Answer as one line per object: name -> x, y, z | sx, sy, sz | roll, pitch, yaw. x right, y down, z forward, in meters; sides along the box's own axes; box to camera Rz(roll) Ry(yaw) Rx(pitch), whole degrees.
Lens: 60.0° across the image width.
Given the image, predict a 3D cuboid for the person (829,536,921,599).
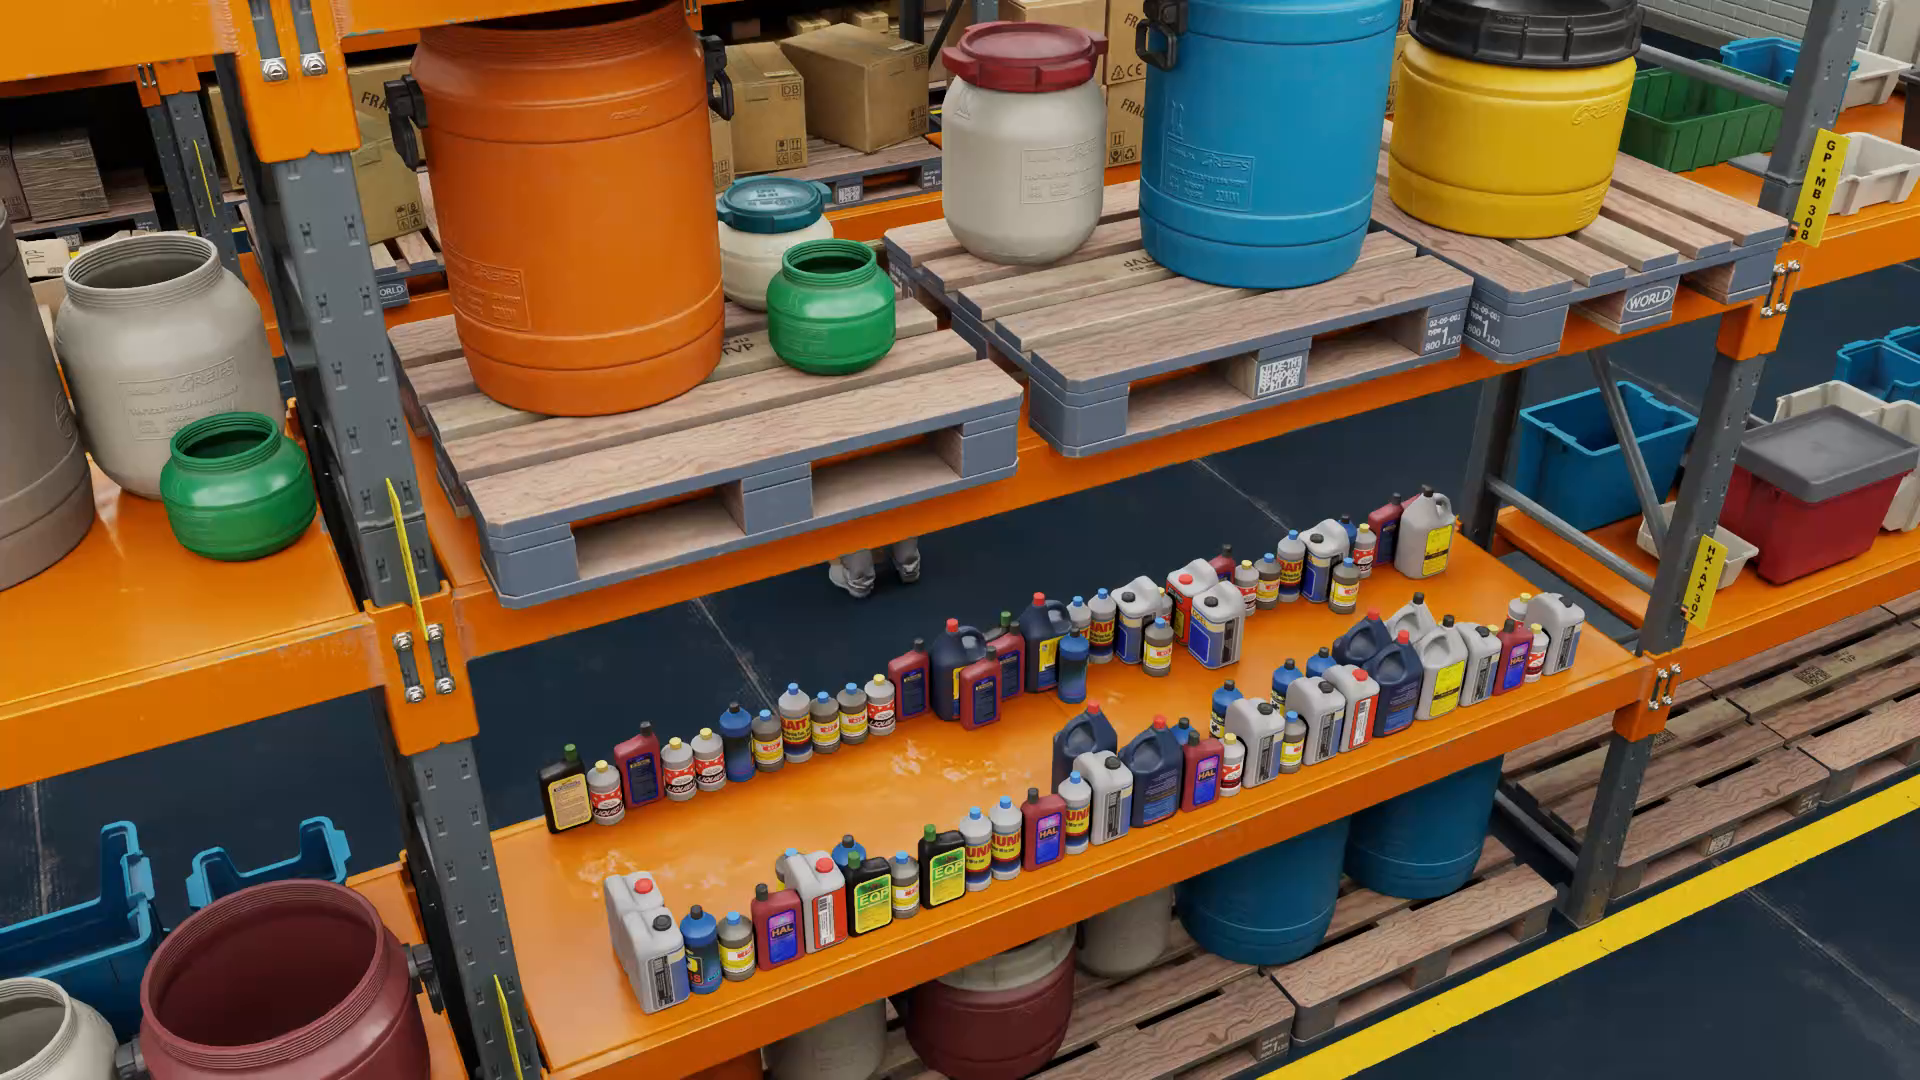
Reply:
person -> -0.432, -0.534, 7.942 | 0.581, 1.772, 0.460 | -16, 36, -23
